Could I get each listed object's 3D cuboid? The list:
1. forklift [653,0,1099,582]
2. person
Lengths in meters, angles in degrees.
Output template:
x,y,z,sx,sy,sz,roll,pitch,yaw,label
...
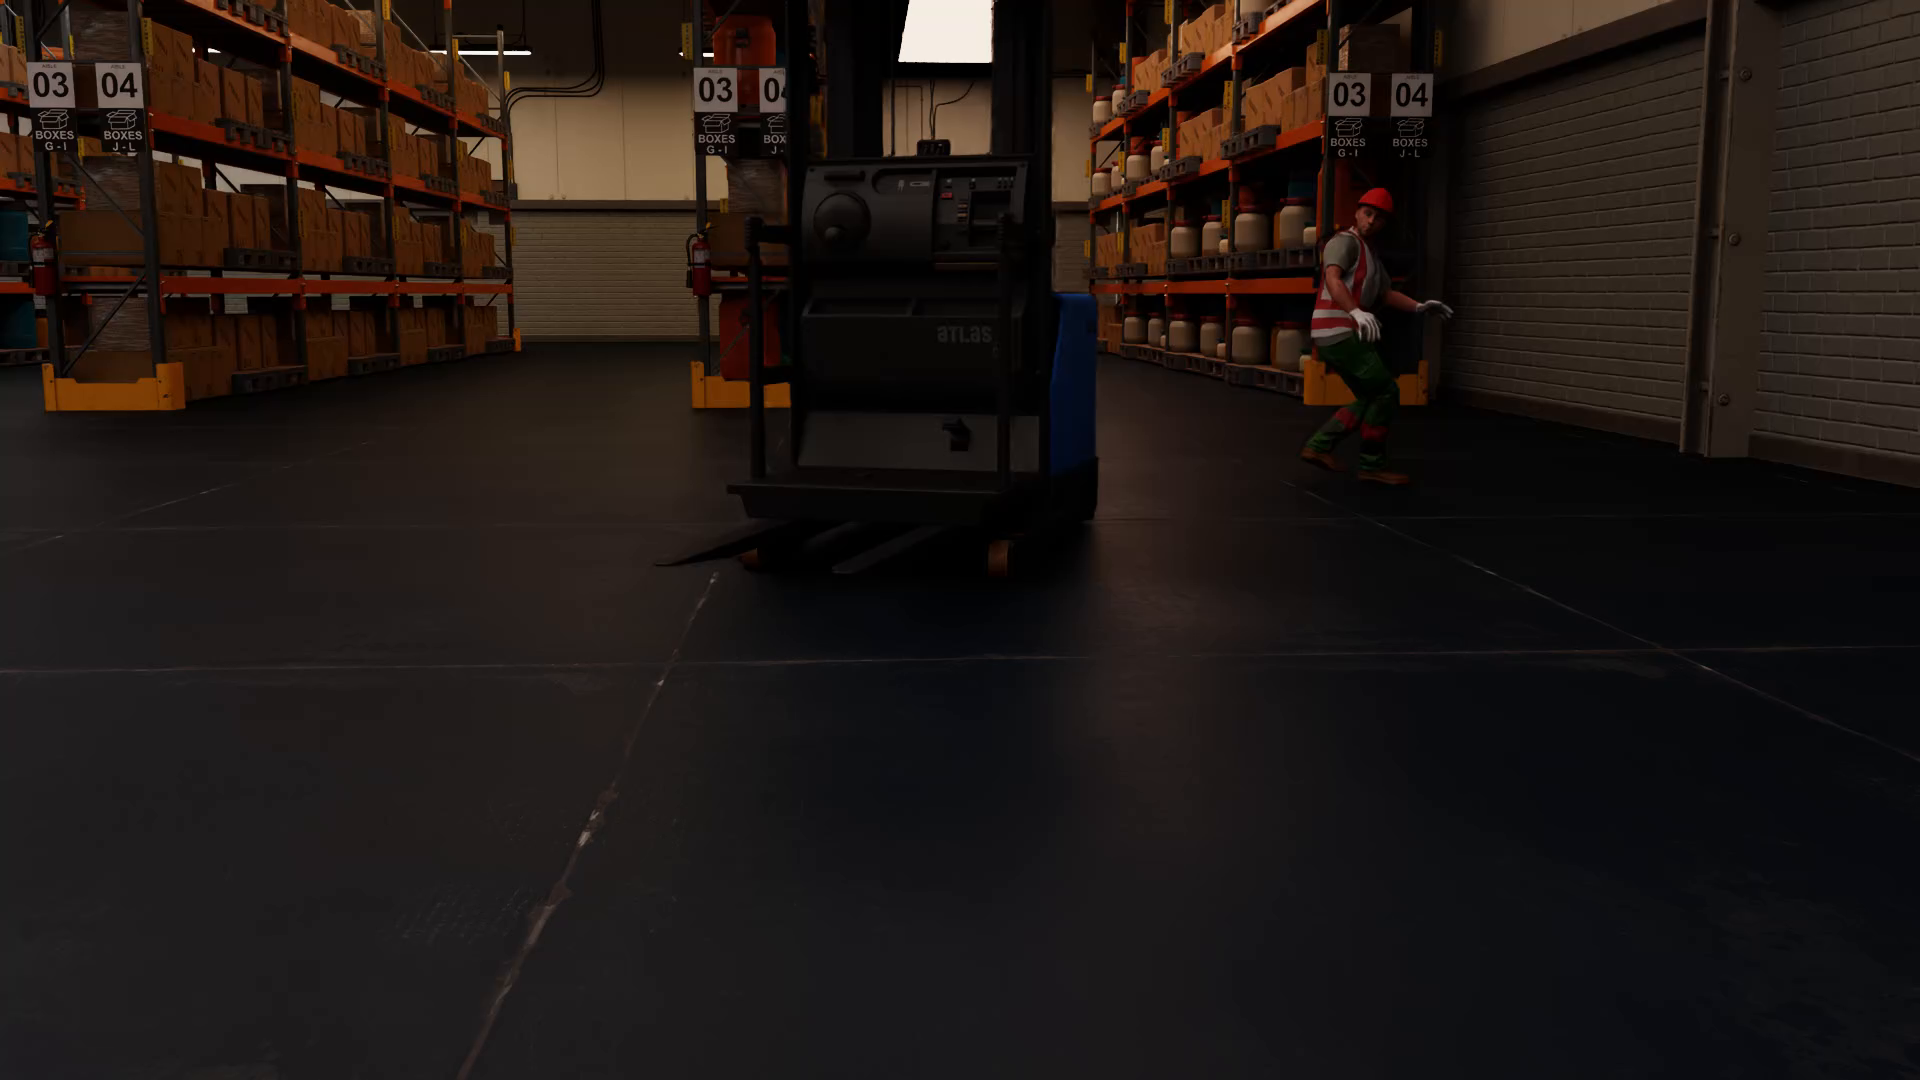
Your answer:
x,y,z,sx,sy,sz,roll,pitch,yaw,label
-0.241,-1.355,6.453,1.130,2.935,3.031,2,9,16,forklift
2.333,-1.135,9.304,0.816,1.654,0.876,2,9,16,person
